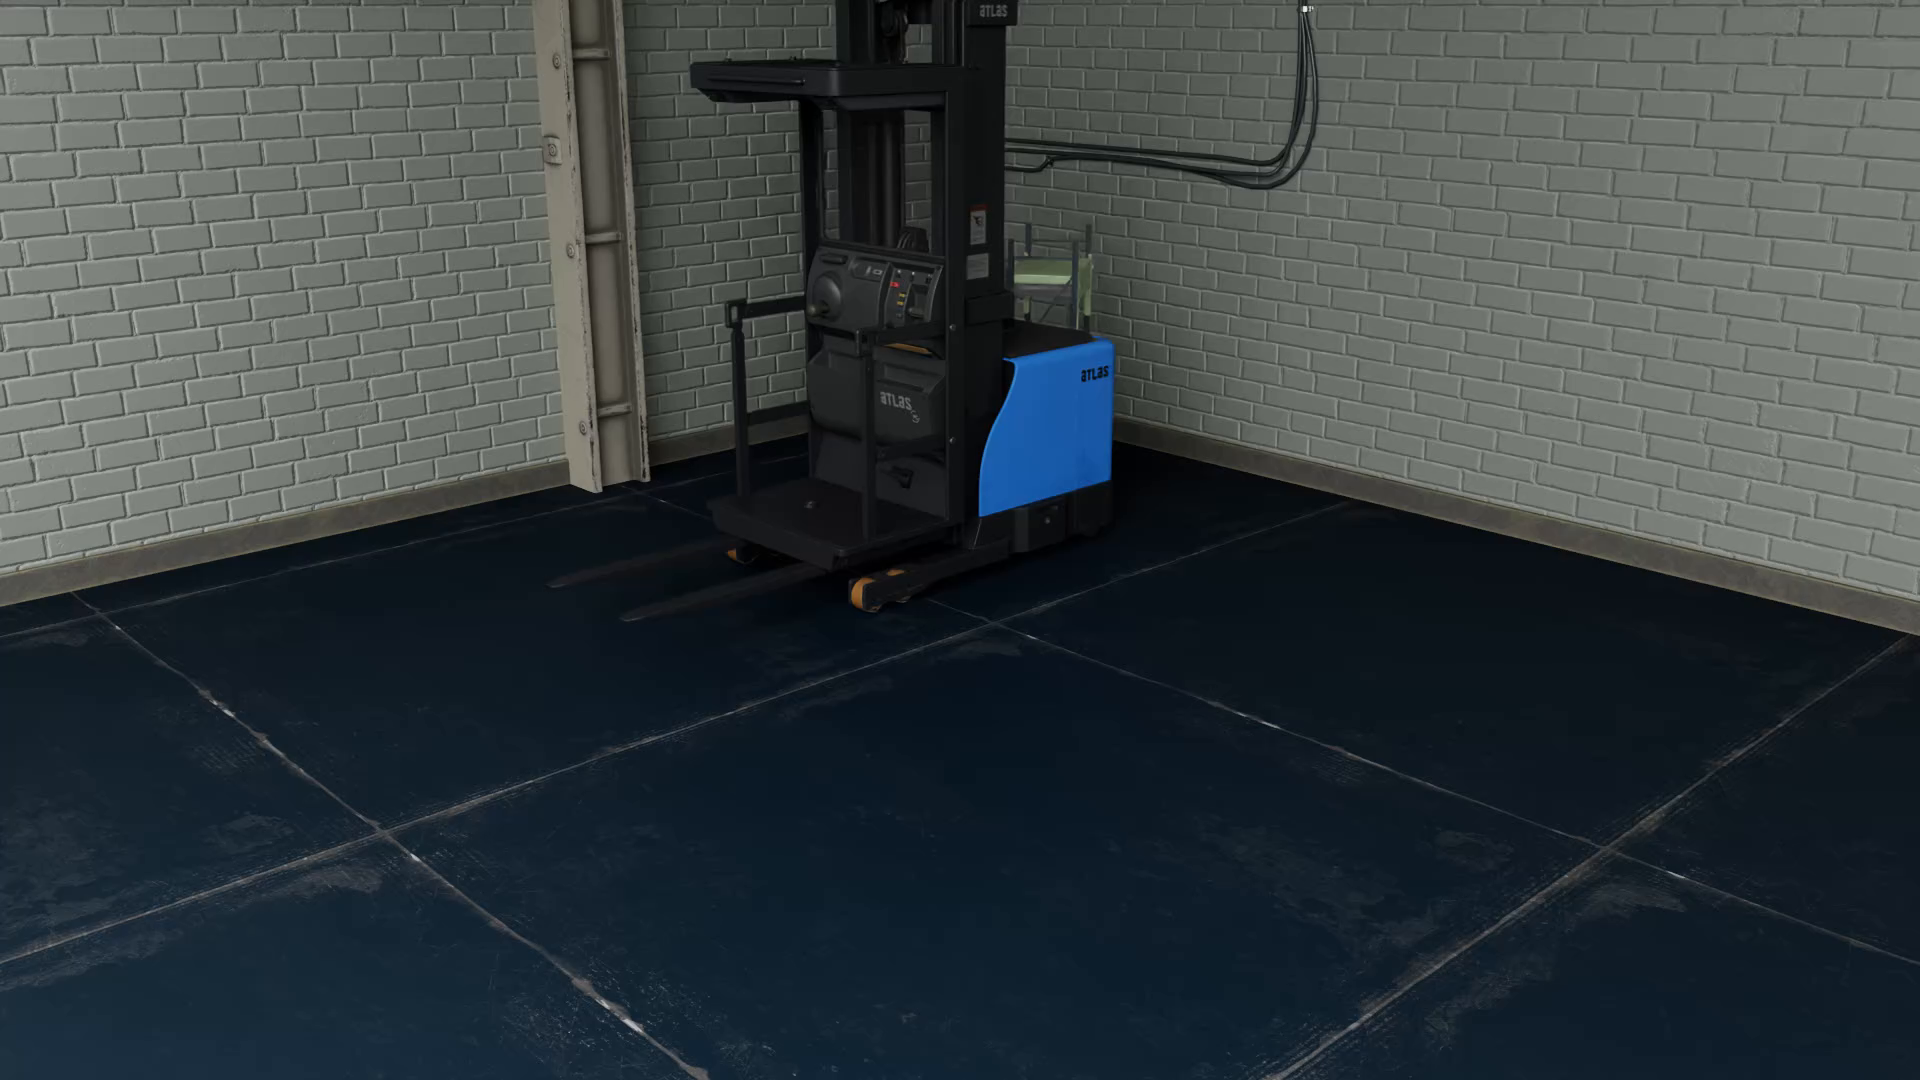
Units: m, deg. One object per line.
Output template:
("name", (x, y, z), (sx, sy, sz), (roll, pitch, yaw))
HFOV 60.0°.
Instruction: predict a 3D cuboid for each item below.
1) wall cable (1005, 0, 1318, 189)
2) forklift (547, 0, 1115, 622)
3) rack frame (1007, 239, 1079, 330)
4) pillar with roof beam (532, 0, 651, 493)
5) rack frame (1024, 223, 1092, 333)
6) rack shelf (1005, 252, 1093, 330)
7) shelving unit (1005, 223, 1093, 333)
("wall cable", (0.926, -3.486, 10.180), (0.112, 2.526, 3.097), (-16, 24, -41))
("forklift", (-0.576, -1.229, 8.022), (3.031, 2.935, 1.130), (-16, 24, -41))
("rack frame", (0.464, -0.962, 9.519), (0.400, 1.500, 0.023), (3, 18, 10))
("pillar with roof beam", (0.835, -3.670, 5.714), (0.400, 9.000, 9.100), (-16, 24, -41))
("rack frame", (0.592, -1.184, 10.204), (0.400, 1.500, 0.023), (3, 18, 10))
("rack shelf", (0.528, -1.444, 9.741), (0.431, 0.370, 0.720), (3, 18, 10))
("shelving unit", (0.528, -1.073, 9.862), (0.431, 1.500, 0.755), (3, 18, 10))
